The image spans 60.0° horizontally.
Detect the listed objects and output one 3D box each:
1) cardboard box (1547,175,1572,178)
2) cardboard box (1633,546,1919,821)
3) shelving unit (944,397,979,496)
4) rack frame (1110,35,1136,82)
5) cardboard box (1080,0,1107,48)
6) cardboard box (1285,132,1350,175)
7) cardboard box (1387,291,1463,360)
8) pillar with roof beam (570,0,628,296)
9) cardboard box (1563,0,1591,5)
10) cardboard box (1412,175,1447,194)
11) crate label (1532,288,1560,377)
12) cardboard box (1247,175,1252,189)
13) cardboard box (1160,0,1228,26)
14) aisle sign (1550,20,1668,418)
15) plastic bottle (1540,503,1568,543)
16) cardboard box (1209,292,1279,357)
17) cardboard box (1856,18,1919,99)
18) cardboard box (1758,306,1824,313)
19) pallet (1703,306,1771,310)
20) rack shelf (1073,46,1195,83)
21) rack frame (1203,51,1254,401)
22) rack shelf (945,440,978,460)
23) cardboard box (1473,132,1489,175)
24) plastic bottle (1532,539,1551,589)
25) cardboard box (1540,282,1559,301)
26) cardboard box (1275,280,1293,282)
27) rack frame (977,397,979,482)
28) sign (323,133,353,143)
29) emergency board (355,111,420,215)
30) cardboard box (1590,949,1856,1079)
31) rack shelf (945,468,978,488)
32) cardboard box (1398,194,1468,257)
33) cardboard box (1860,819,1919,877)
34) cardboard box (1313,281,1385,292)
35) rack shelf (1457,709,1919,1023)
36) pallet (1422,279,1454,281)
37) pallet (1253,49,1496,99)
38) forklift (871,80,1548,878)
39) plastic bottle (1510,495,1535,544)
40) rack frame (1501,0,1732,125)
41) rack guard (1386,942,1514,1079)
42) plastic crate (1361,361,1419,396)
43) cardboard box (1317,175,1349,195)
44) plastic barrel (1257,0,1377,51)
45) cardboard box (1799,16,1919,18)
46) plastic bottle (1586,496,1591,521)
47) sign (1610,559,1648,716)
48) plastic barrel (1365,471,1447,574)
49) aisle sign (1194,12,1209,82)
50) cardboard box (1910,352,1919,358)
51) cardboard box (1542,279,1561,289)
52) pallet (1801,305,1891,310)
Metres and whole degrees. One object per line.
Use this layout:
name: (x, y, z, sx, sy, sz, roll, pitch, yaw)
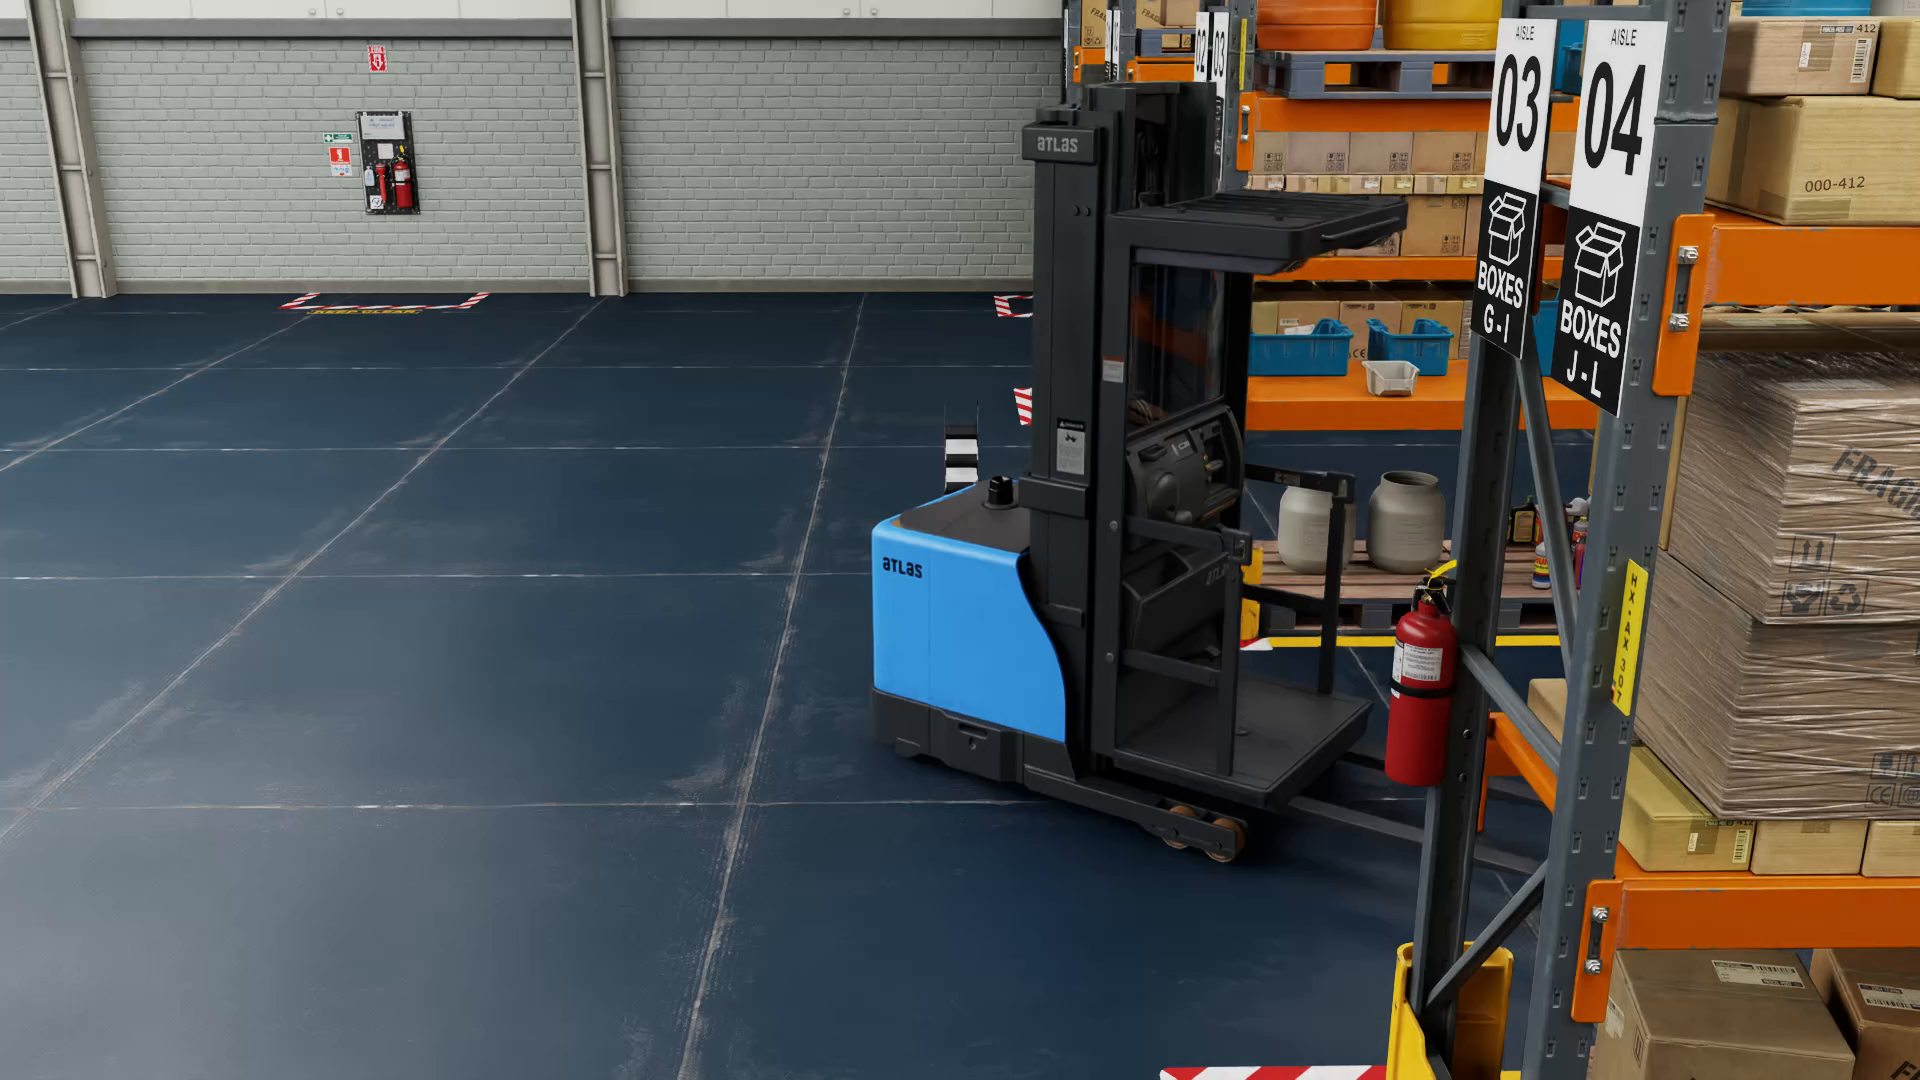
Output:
cardboard box: (4.756, -2.878, 13.384, 0.250, 0.149, 0.380, -1, 18, -2)
cardboard box: (1.975, 0.272, 4.138, 0.500, 0.500, 0.875, 0, 18, -1)
shelving unit: (0.008, -0.429, 10.410, 0.210, 0.900, 0.258, 0, 18, -1)
rack frame: (1.272, -2.570, 13.648, 0.127, 3.000, 1.000, 0, 18, -1)
cardboard box: (1.529, -5.493, 17.655, 0.500, 0.500, 0.500, 0, 18, 1)
cardboard box: (2.822, -3.241, 13.452, 0.500, 0.500, 0.700, 0, 18, -1)
cardboard box: (3.812, -1.765, 13.727, 0.500, 0.500, 0.500, 0, 18, -1)
pillar with roof beam: (-4.055, -5.863, 14.093, 0.400, 9.000, 9.100, 0, 18, -1)
cardboard box: (4.764, -4.410, 13.393, 0.500, 0.500, 0.500, 1, 18, 4)
cardboard box: (3.734, -2.873, 13.368, 0.250, 0.149, 0.380, 0, 18, 1)
crate label: (3.183, -1.165, 9.212, 0.616, 0.435, 0.502, 0, 18, -1)
cardboard box: (2.181, -2.865, 13.343, 0.250, 0.149, 0.380, 0, 18, -1)
cardboard box: (1.847, -4.315, 13.093, 0.637, 0.503, 0.797, 1, 18, 3)
aisle sign: (1.368, -0.690, 3.533, 0.004, 0.787, 0.394, 0, 18, -1)
plastic bottle: (3.431, -0.076, 9.601, 0.133, 0.283, 0.061, 0, 18, -1)
cardboard box: (2.312, -1.755, 13.695, 0.500, 0.500, 0.500, 0, 18, -1)
cardboard box: (1.965, -0.993, 3.416, 0.250, 0.149, 0.380, 0, 18, 0)
cardboard box: (7.194, -1.844, 14.280, 0.500, 0.311, 0.500, 0, 18, -2)
pallet: (8.408, -2.790, 18.900, 1.213, 0.211, 1.003, 0, 18, -1)
rack shelf: (3.190, -5.178, 18.046, 4.000, 0.370, 1.077, 0, 18, -1)
rack frame: (1.347, -1.057, 8.932, 0.127, 3.000, 1.000, 0, 18, -1)
rack shelf: (0.008, -0.568, 10.365, 0.200, 0.077, 0.258, 0, 18, -1)
cardboard box: (4.323, -3.248, 13.473, 0.500, 0.500, 0.700, 0, 18, -1)
plastic bottle: (3.164, 0.119, 9.012, 0.097, 0.271, 0.097, 0, 18, 0)
cardboard box: (4.803, -1.930, 14.240, 0.500, 0.500, 0.500, 0, 18, -1)
cardboard box: (3.590, -2.952, 18.788, 0.250, 0.149, 0.380, -2, 18, -5)
rack frame: (0.110, -0.429, 10.412, 0.006, 0.900, 0.240, 0, 18, -1)
sign: (-7.144, -4.617, 19.102, 0.331, 0.109, 0.001, 0, 18, -1)
emergency board: (-6.594, -4.321, 19.107, 0.643, 1.169, 0.194, 0, 18, -1)
cardboard box: (2.050, 1.448, 4.527, 0.500, 0.500, 0.500, 3, 18, 9)
rack shelf: (0.008, -0.397, 10.420, 0.200, 0.077, 0.258, 0, 18, -1)
cardboard box: (3.799, -2.627, 13.662, 0.500, 0.500, 0.700, 0, 18, 0)
cardboard box: (2.214, 0.655, 4.007, 0.250, 0.149, 0.380, 0, 18, -1)
cardboard box: (3.303, -1.922, 14.216, 0.500, 0.500, 0.500, 0, 18, -1)
rack shelf: (3.425, 0.789, 4.356, 4.000, 0.370, 1.077, 0, 18, -1)
pallet: (5.968, -2.778, 18.863, 1.213, 0.211, 1.003, 0, 18, -1)
pallet: (2.175, -2.369, 8.422, 1.213, 0.211, 1.003, 0, 18, -1)
forklift: (1.099, -0.306, 6.704, 3.031, 2.935, 1.130, 12, 21, 33)
plastic bottle: (3.293, -0.122, 9.744, 0.133, 0.283, 0.061, 0, 18, 0)
rack frame: (1.425, -2.401, 3.300, 0.127, 3.000, 1.000, 0, 18, -1)
rack guard: (1.501, 1.646, 4.599, 0.348, 0.500, 1.175, 0, 18, -1)
plastic crate: (2.247, -0.837, 8.679, 0.250, 0.136, 0.298, 0, 18, -1)
cardboard box: (2.956, -2.869, 13.356, 0.250, 0.149, 0.380, -1, 18, -2)
plastic barrel: (1.831, -2.931, 8.472, 0.708, 0.830, 0.600, 0, 18, -1)
cardboard box: (2.232, -1.188, 4.022, 0.250, 0.149, 0.380, -1, 18, -3)
plastic bottle: (3.733, -0.143, 9.700, 0.185, 0.351, 0.144, 0, 18, 1)
sign: (1.434, 0.209, 3.567, 0.005, 0.325, 0.100, 0, 18, -1)
plastic barrel: (2.505, -0.101, 9.338, 0.421, 0.512, 0.421, 0, 18, 0)
aisle sign: (1.270, -2.385, 8.816, 0.004, 0.787, 0.394, 0, 18, -1)
cardboard box: (2.479, -0.129, 3.752, 0.500, 0.500, 0.500, 0, 18, -1)
cardboard box: (6.441, -3.148, 18.821, 0.500, 0.500, 0.700, -1, 18, -2)
pallet: (9.979, -2.774, 18.851, 1.213, 0.211, 1.003, 0, 18, -1)
